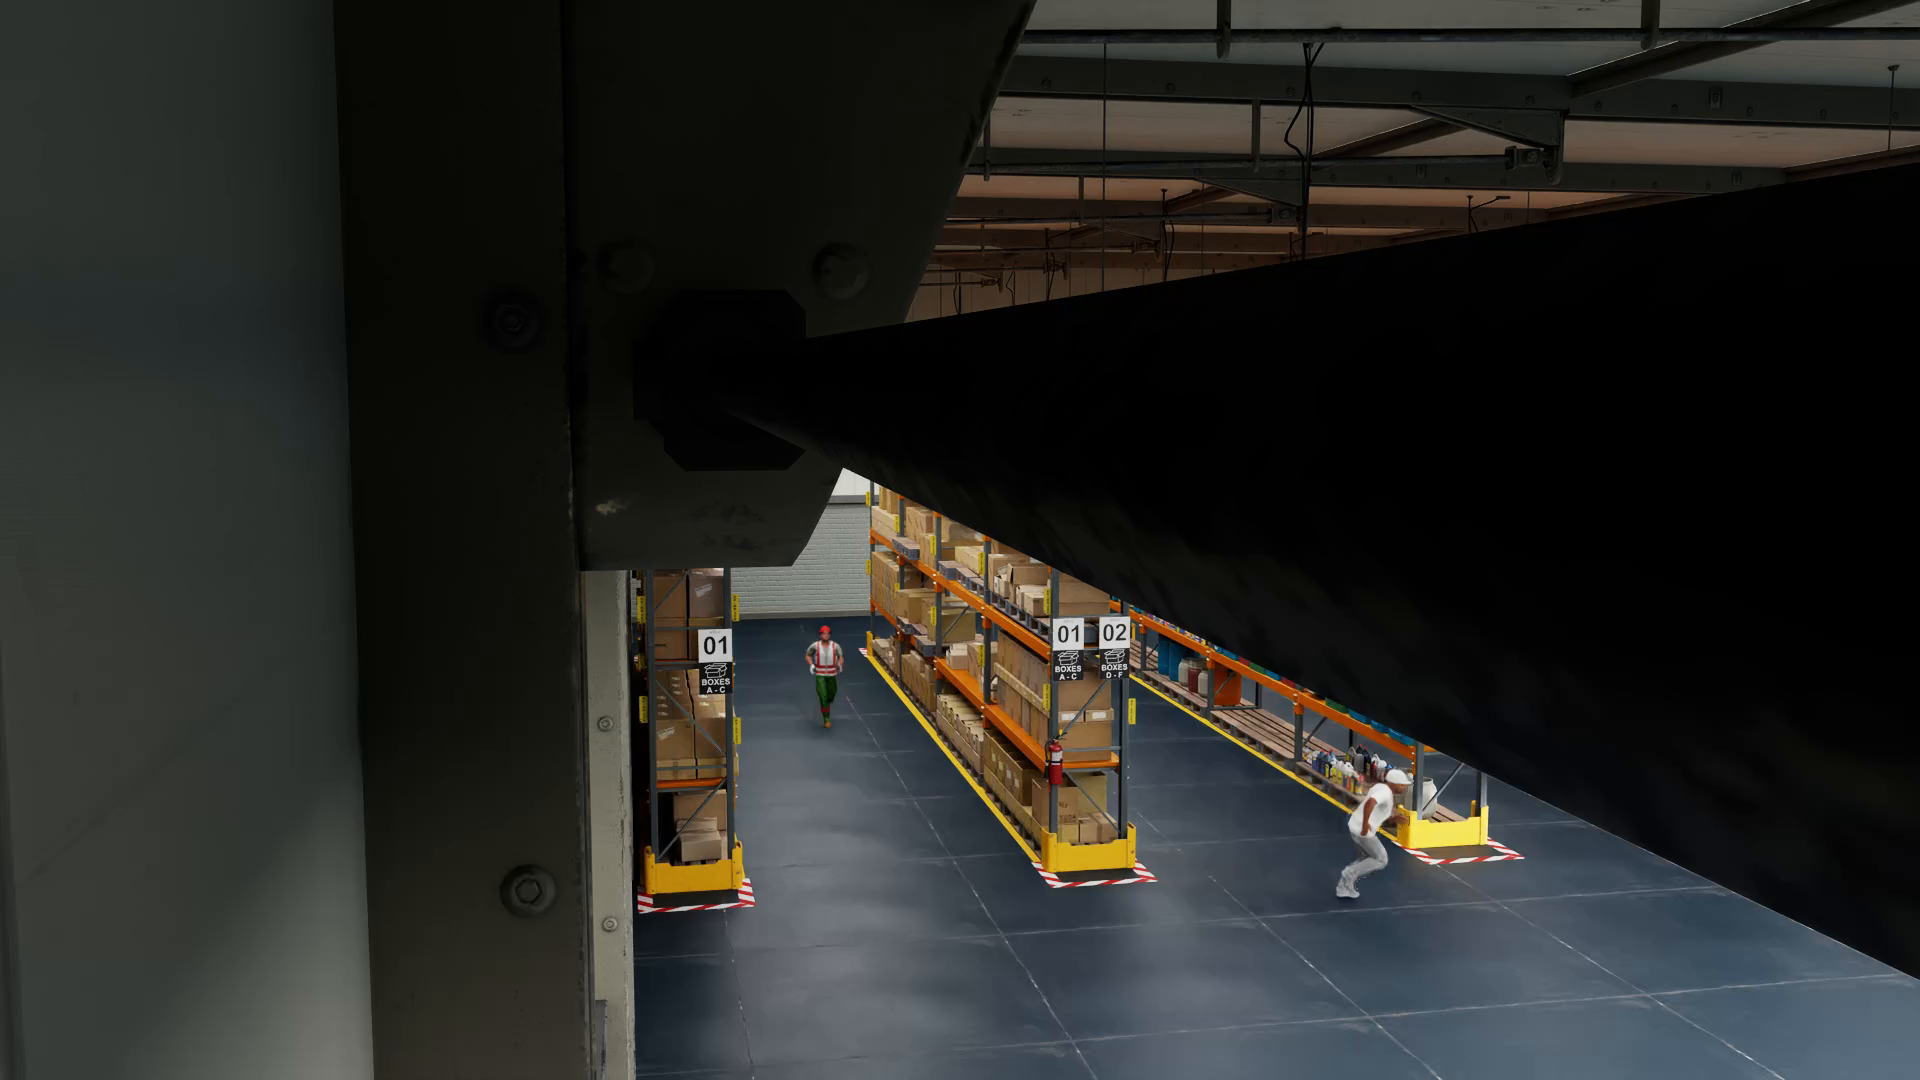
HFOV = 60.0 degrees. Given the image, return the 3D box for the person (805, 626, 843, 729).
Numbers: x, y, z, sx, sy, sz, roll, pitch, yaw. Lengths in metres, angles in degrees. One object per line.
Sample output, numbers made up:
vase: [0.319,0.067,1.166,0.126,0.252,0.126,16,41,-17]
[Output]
person: [-2.391,2.396,29.406,0.655,1.774,0.845,-1,6,-12]

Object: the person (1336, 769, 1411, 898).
person: [4.894,3.494,19.680,0.839,1.579,0.735,1,6,7]
